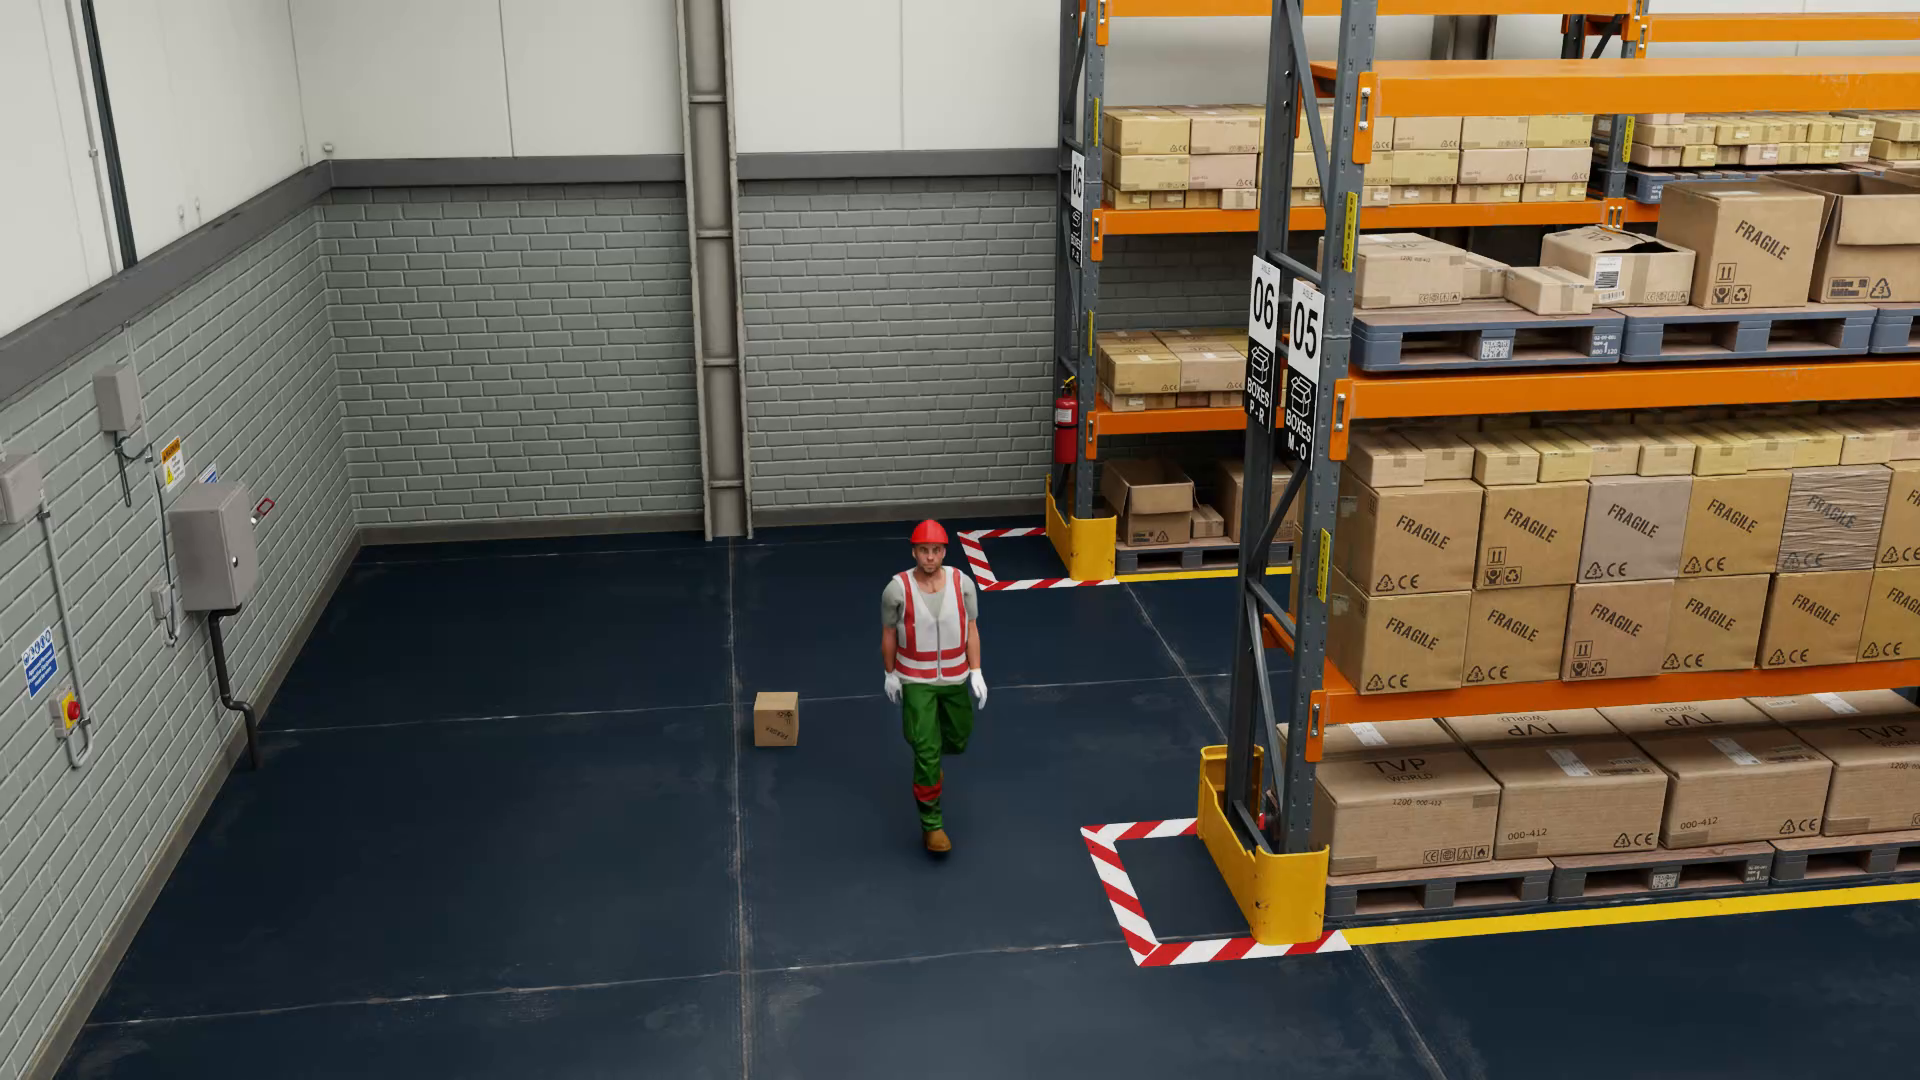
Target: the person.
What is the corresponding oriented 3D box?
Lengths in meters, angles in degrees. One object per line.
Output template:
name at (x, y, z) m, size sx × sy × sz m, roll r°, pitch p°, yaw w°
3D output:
person at (-0.148, 0.730, 8.993) m, size 0.531 × 1.760 × 0.900 m, roll -6°, pitch 21°, yaw -17°
